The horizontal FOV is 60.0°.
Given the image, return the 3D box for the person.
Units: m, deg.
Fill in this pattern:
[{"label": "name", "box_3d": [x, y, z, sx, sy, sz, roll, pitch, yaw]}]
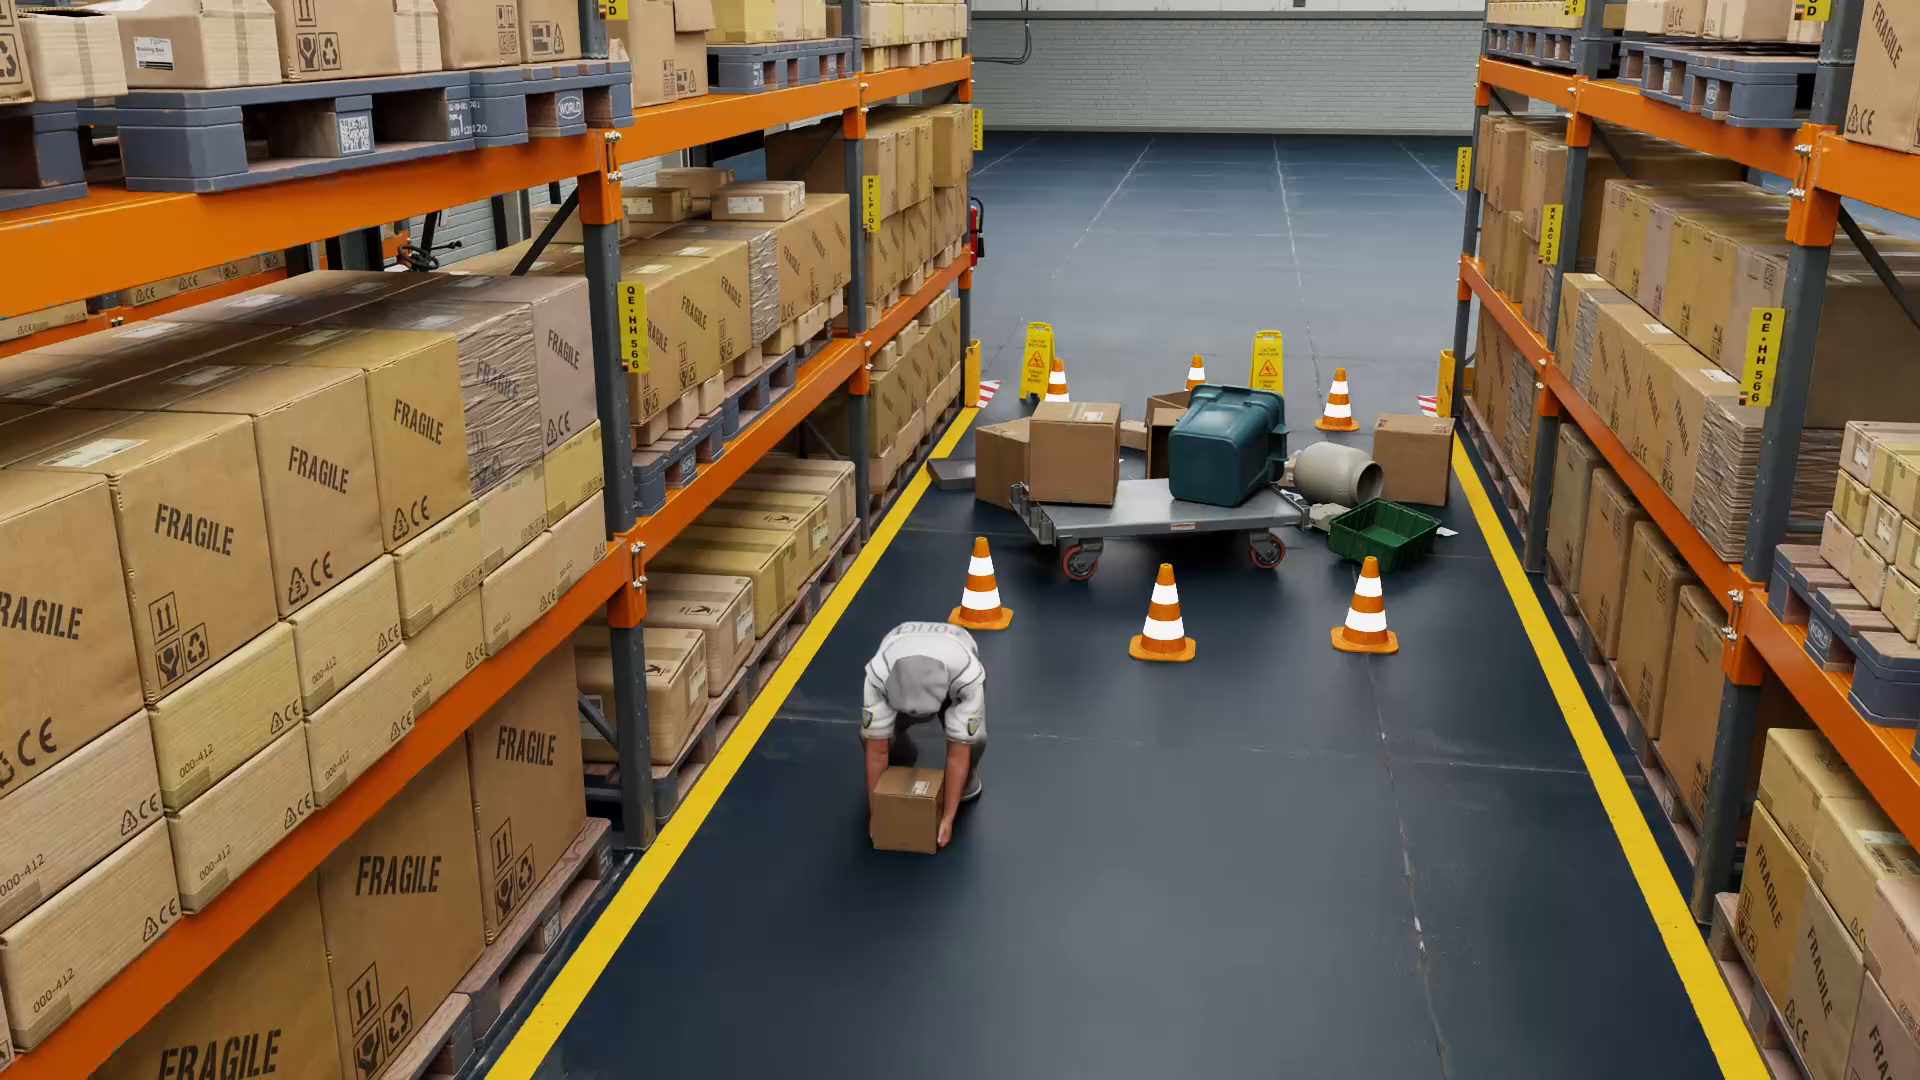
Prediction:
[{"label": "person", "box_3d": [-0.147, 0.741, 6.849, 0.534, 0.857, 1.007, 2, 18, 8]}]
